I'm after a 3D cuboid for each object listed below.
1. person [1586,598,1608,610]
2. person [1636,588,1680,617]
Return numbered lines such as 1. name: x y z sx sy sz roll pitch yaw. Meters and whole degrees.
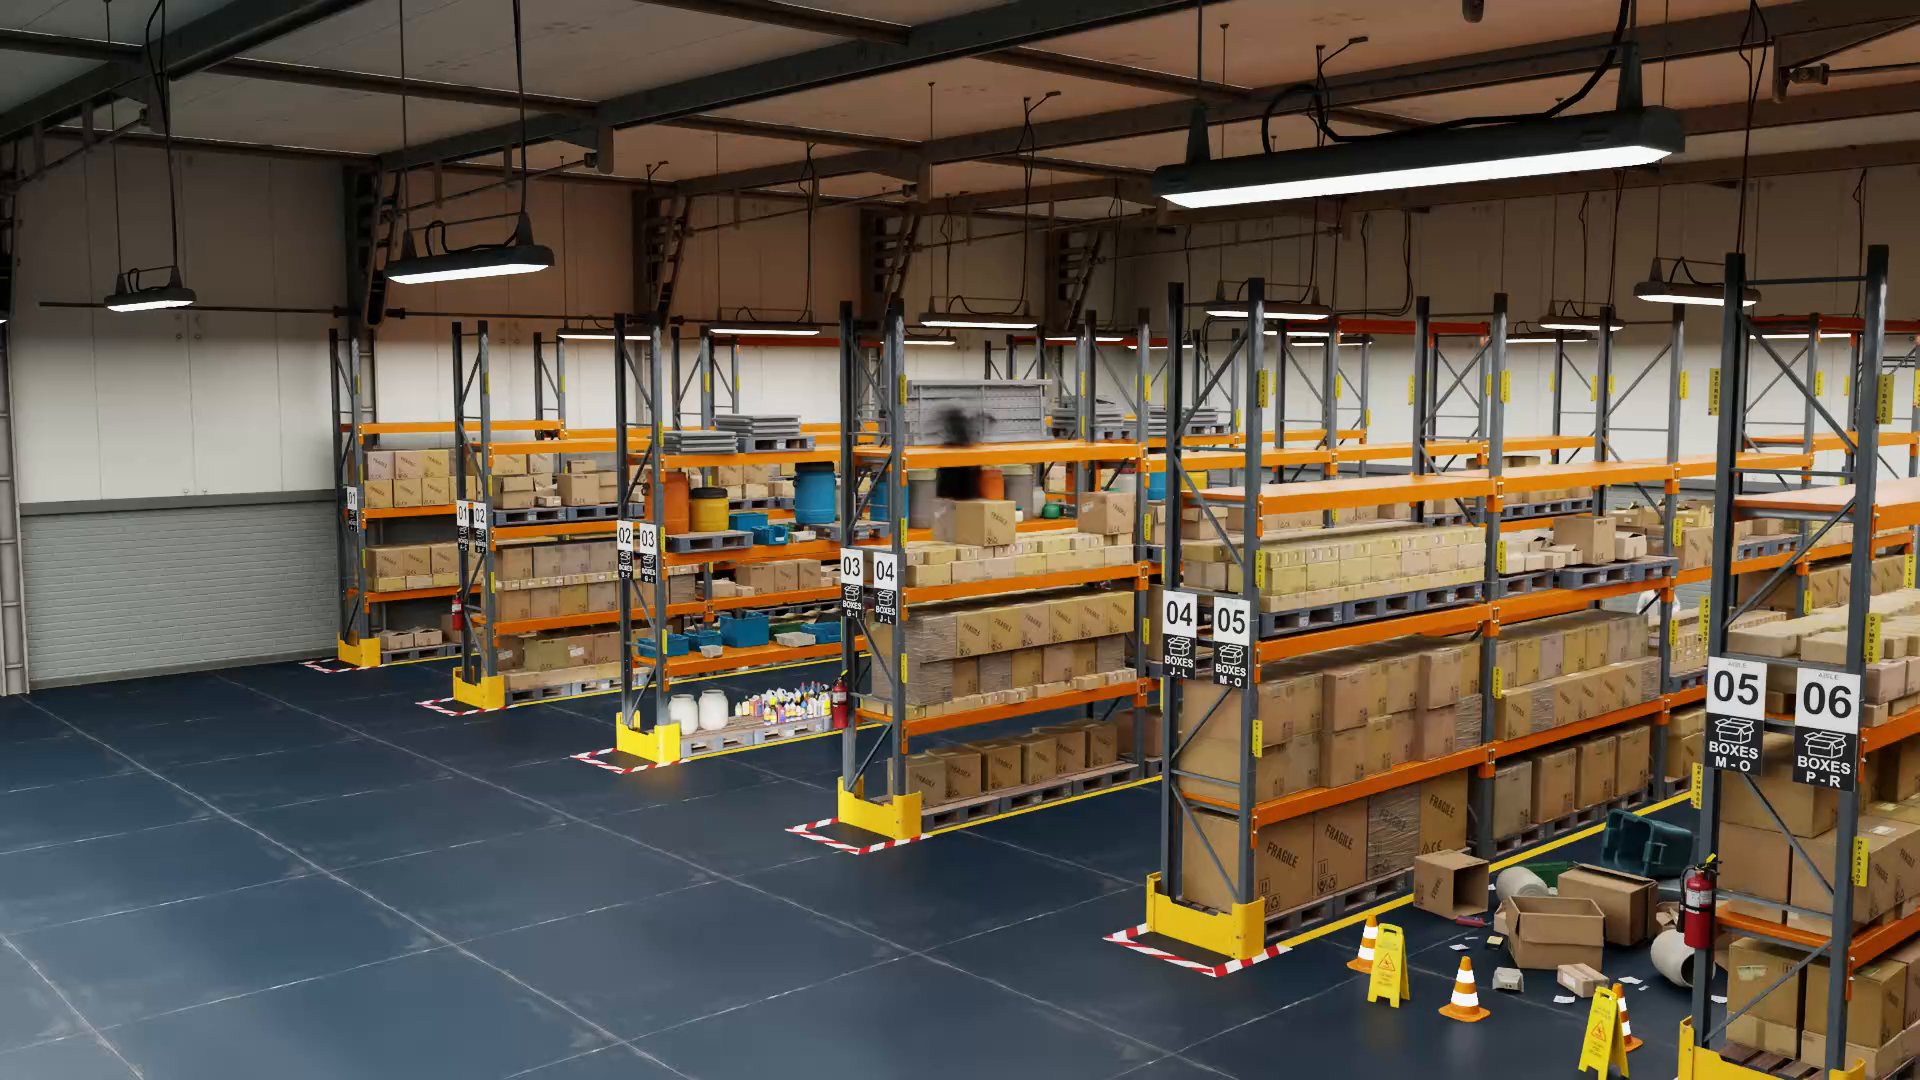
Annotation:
1. person: 11.719 1.264 30.805 0.683 1.749 0.785 -4 7 -35
2. person: 12.026 1.483 28.631 0.726 1.712 0.595 2 6 17
